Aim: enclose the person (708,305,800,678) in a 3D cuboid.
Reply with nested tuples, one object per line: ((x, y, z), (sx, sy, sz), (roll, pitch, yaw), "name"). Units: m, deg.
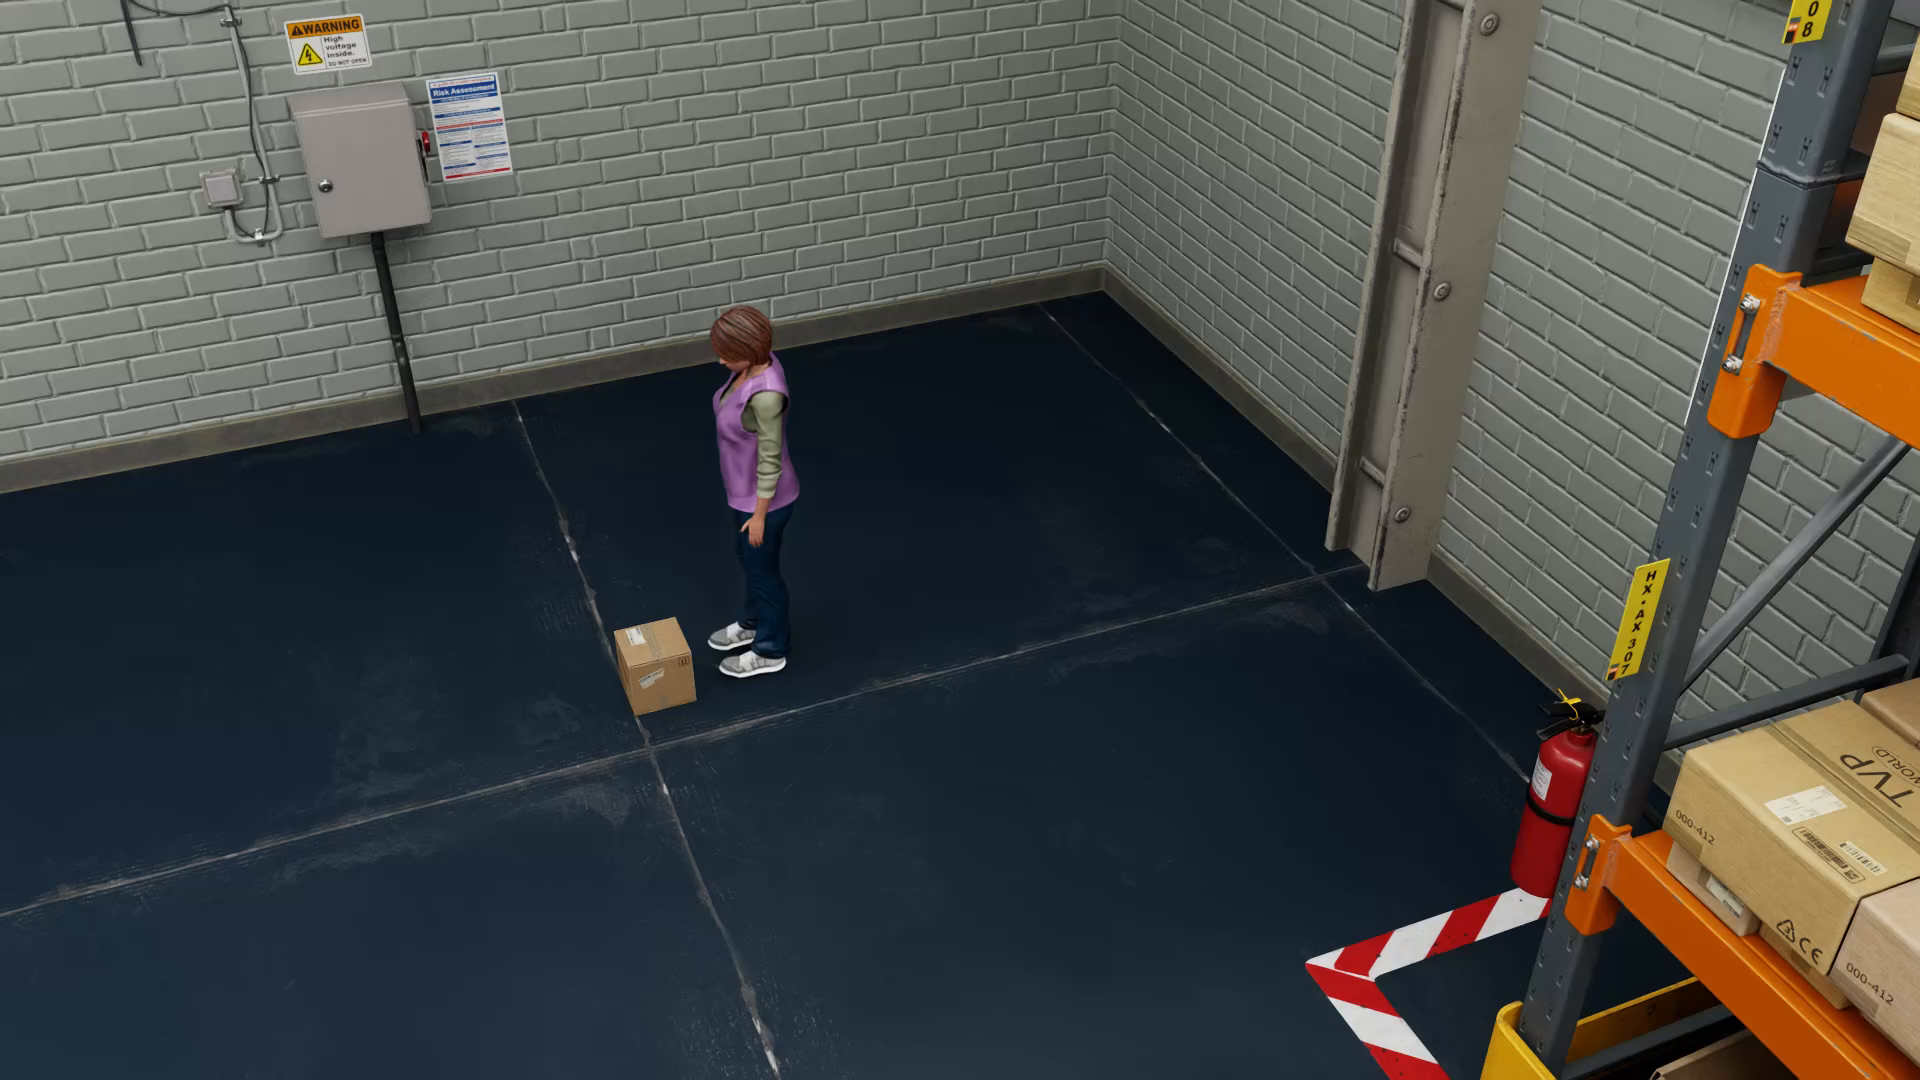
((-0.812, -0.161, 6.360), (0.394, 1.607, 0.433), (-8, 35, -12), "person")
